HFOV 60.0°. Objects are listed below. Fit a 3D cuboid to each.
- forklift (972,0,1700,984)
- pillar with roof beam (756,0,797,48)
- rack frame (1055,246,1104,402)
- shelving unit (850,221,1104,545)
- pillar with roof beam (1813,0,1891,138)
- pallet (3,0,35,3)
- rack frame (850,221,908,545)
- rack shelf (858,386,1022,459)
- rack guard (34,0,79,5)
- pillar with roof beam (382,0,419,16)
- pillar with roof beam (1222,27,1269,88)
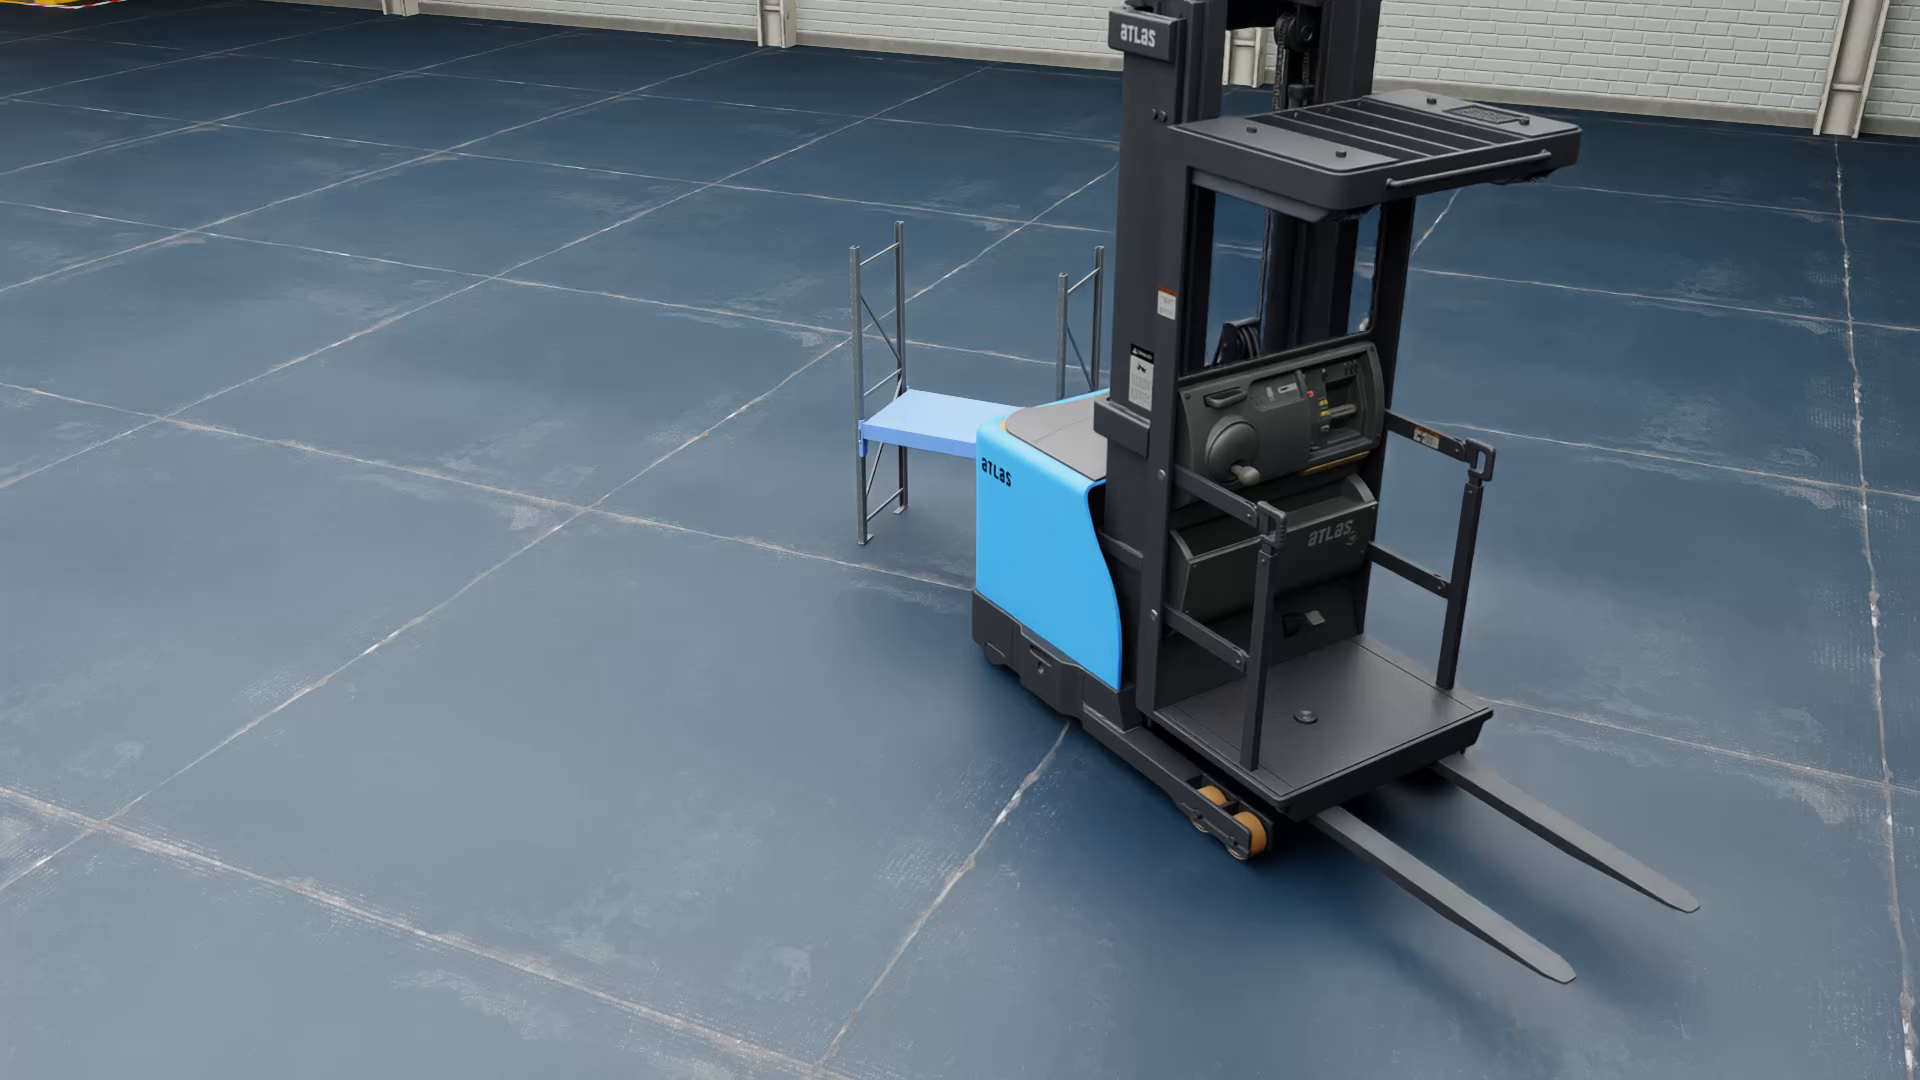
[{"bbox_3d":[1.278,-0.415,5.774,1.130,2.935,3.031,-16,30,-29],"label":"forklift"},{"bbox_3d":[-4.069,-8.517,15.361,0.400,9.000,9.100,11,28,22],"label":"pillar with roof beam"},{"bbox_3d":[0.540,-0.564,7.698,0.032,1.500,0.500,11,28,22],"label":"rack frame"},{"bbox_3d":[0.078,-0.657,7.887,1.048,1.500,0.538,11,28,22],"label":"shelving unit"},{"bbox_3d":[6.855,-6.323,10.905,0.400,9.000,9.100,11,28,22],"label":"pillar with roof beam"},{"bbox_3d":[-13.663,-8.133,24.530,1.213,0.211,1.003,11,28,22],"label":"pallet"},{"bbox_3d":[-0.385,-0.750,8.076,0.032,1.500,0.500,11,28,22],"label":"rack frame"},{"bbox_3d":[0.078,-0.496,7.967,1.000,0.185,0.538,11,28,22],"label":"rack shelf"},{"bbox_3d":[-12.928,-8.135,24.207,0.348,0.500,1.175,11,28,22],"label":"rack guard"},{"bbox_3d":[-9.530,-9.614,17.590,0.400,9.000,9.100,11,28,22],"label":"pillar with roof beam"},{"bbox_3d":[1.393,-7.420,13.133,0.400,9.000,9.100,11,28,22],"label":"pillar with roof beam"}]
